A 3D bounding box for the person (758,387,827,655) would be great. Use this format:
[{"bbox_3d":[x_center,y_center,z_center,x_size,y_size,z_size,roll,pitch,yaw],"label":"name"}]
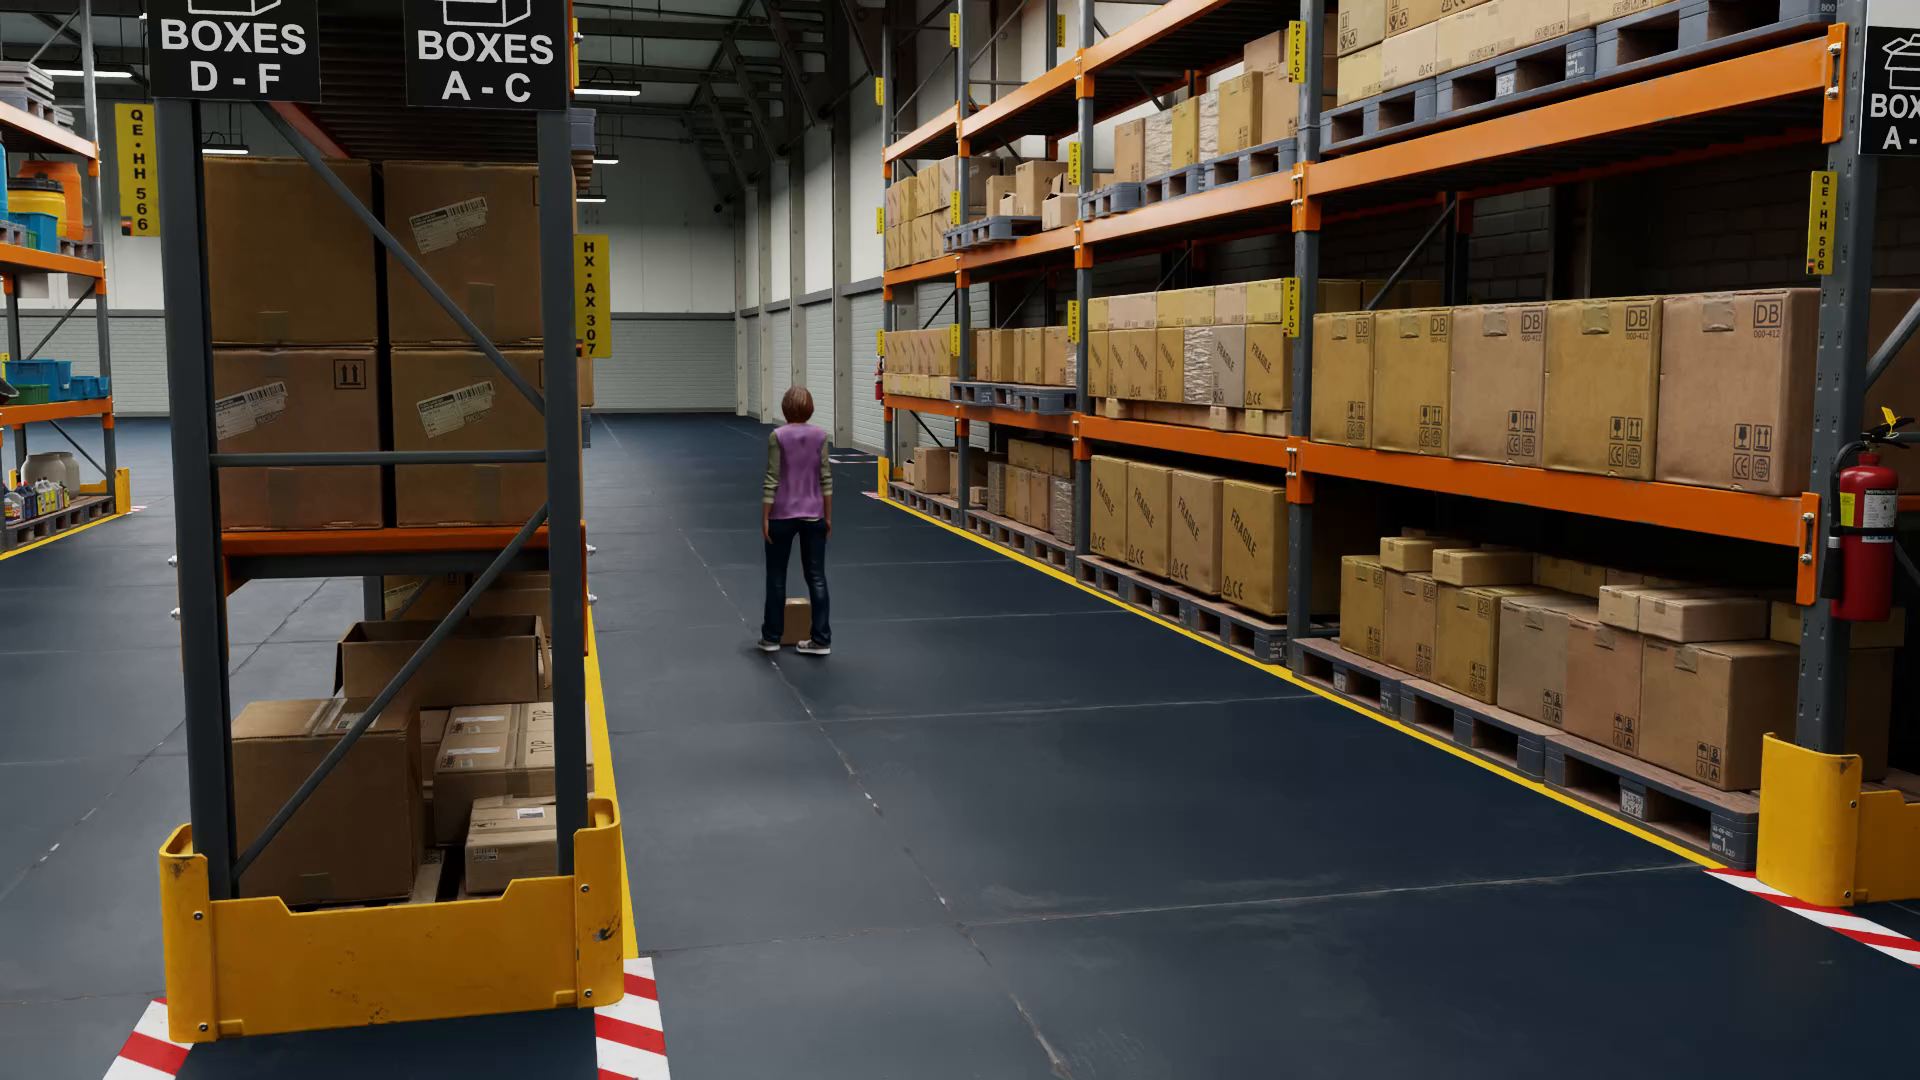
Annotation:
[{"bbox_3d":[-0.990,-0.092,9.858,0.406,1.600,0.324,-1,6,-12],"label":"person"}]
